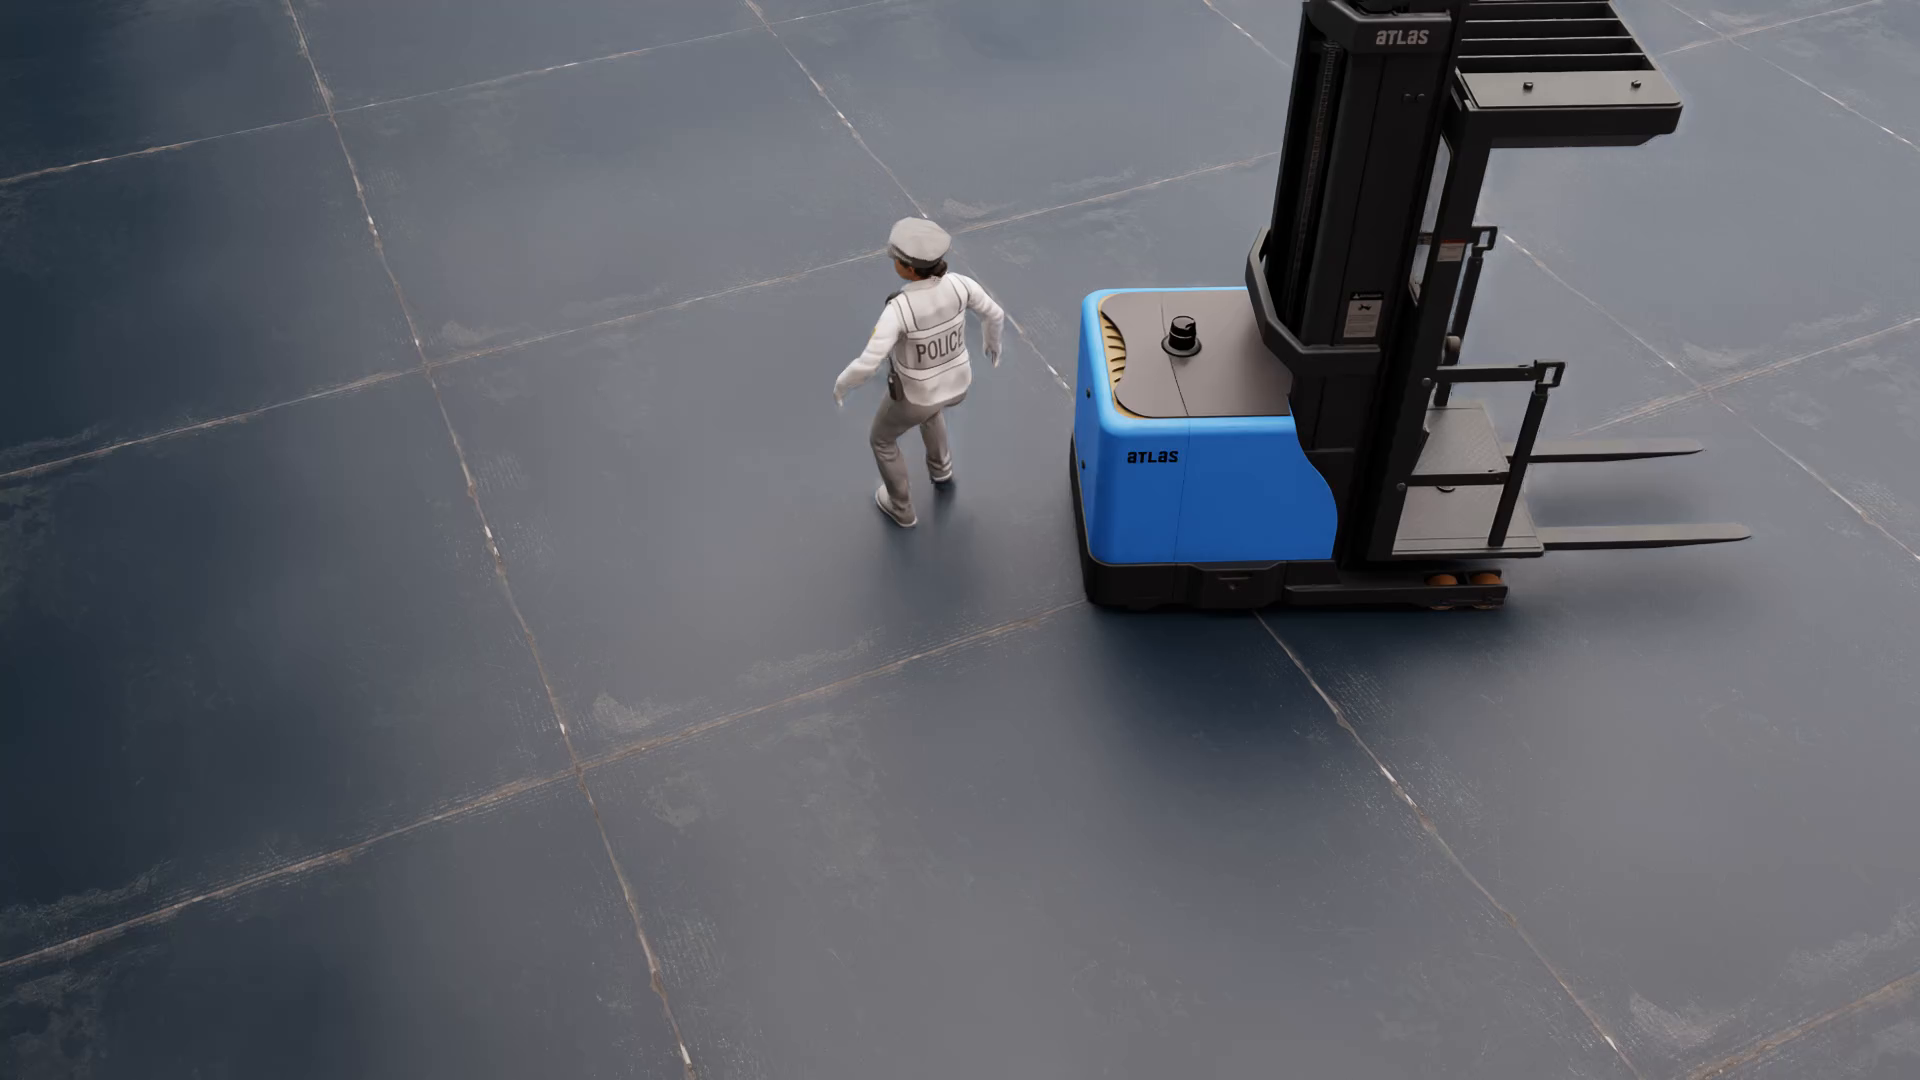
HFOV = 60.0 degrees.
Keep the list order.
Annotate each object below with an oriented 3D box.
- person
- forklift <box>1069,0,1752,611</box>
[{"bbox_3d":[-0.195,-0.758,7.476,0.819,1.622,0.557,-26,49,-25],"label":"person"},{"bbox_3d":[2.061,-1.119,6.879,3.031,2.935,1.130,-1,43,-1],"label":"forklift"}]
